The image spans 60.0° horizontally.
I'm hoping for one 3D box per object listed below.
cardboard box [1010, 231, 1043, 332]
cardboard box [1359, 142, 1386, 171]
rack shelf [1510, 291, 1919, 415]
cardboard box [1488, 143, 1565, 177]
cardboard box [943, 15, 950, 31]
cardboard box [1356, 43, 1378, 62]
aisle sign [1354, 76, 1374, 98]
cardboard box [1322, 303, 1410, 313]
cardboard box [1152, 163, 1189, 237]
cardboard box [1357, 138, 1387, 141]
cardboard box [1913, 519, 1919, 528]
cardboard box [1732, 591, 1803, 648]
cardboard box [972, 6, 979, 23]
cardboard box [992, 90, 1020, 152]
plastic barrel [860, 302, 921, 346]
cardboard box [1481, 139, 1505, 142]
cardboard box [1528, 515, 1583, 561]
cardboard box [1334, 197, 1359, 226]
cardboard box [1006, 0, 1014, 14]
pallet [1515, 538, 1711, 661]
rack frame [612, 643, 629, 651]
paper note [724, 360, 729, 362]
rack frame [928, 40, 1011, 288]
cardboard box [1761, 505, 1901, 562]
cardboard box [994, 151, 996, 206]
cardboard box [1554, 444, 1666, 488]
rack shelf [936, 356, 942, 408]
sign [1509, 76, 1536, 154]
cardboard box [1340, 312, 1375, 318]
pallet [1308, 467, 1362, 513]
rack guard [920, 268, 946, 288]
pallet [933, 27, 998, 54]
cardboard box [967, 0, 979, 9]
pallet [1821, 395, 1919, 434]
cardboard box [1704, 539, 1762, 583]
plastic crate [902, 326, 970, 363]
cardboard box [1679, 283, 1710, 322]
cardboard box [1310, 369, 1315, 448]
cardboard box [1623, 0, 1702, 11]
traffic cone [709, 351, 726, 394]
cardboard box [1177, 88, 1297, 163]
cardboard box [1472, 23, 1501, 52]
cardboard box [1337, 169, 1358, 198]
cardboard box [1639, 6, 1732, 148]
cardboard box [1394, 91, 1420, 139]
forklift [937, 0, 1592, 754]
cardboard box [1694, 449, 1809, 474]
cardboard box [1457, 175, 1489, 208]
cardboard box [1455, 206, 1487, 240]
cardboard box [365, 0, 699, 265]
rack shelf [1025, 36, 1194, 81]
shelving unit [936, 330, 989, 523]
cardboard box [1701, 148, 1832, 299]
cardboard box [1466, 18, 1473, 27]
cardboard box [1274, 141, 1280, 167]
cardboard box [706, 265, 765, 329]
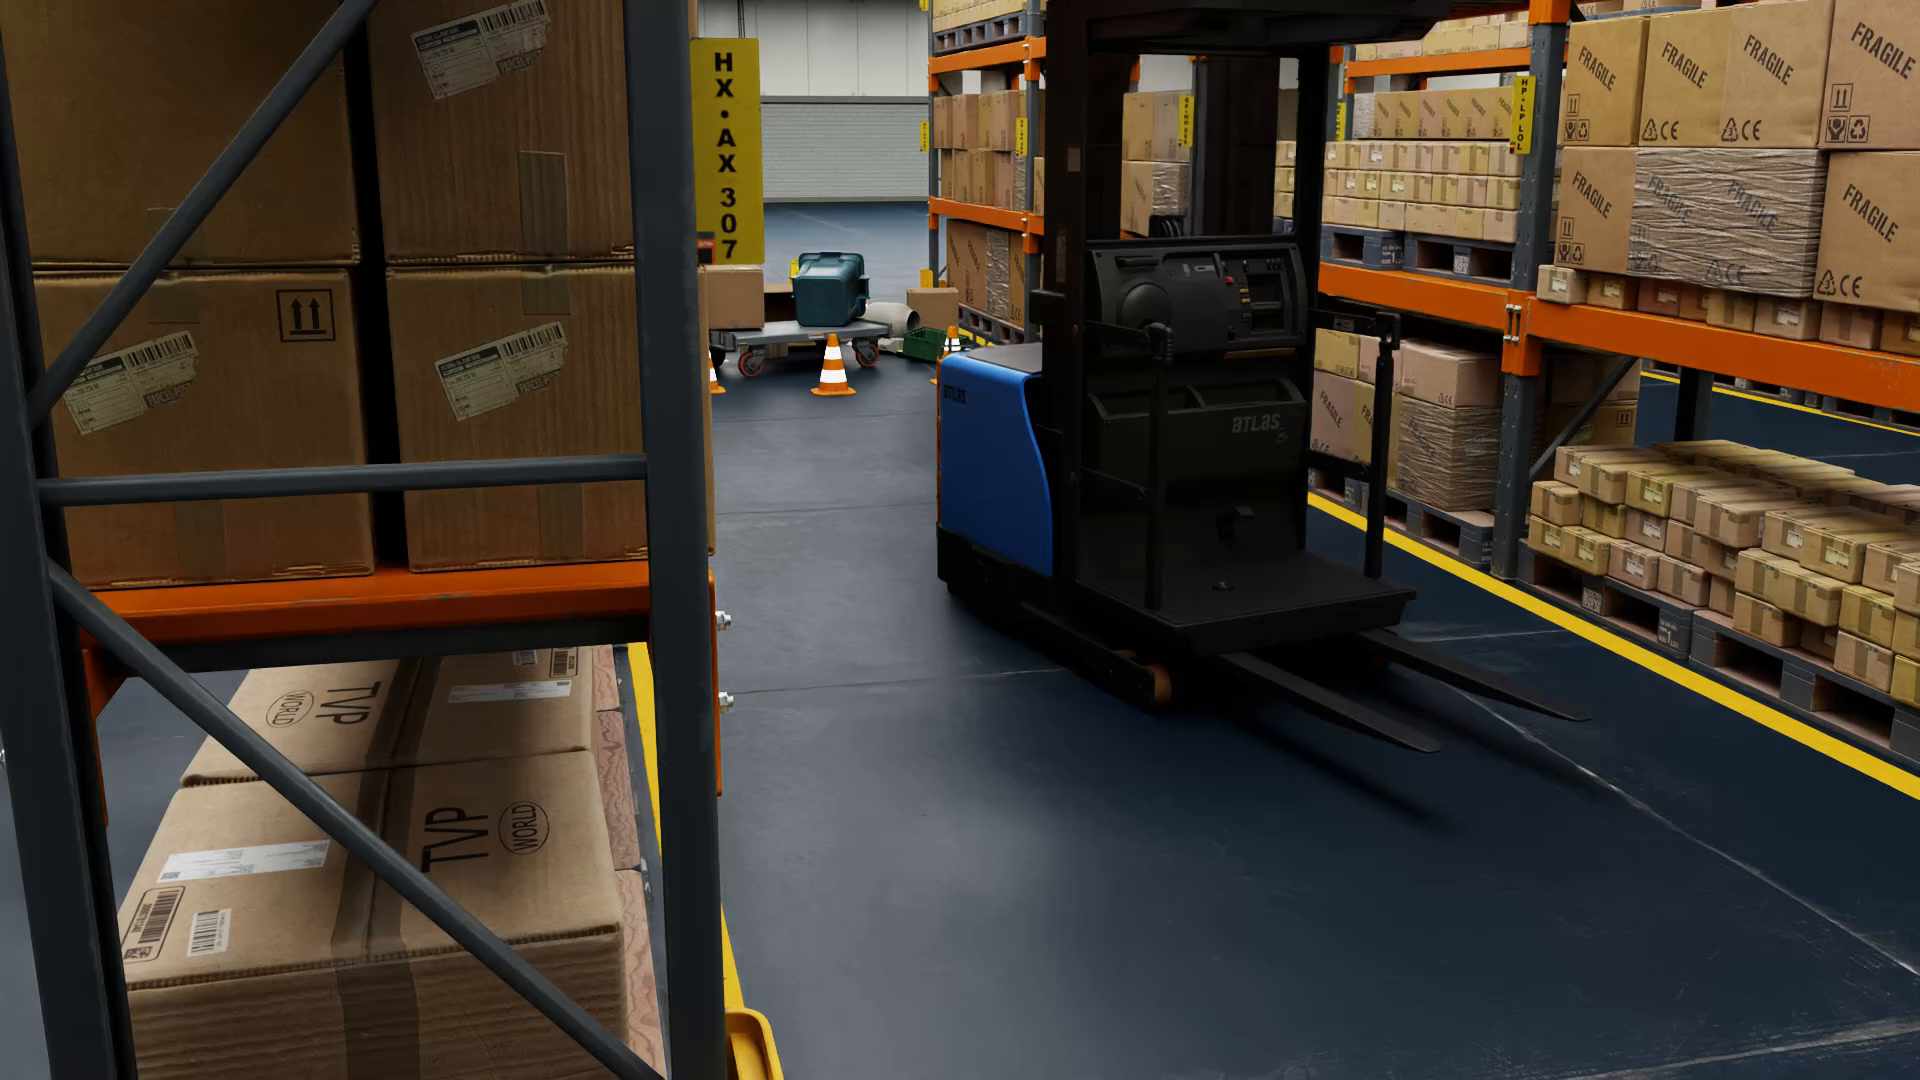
[{"bbox_3d":[1.007,-2.470,15.811,0.875,0.875,0.875,-3,14,-12],"label":"cardboard box"},{"bbox_3d":[2.376,-2.057,8.919,0.380,0.149,0.250,-4,14,-16],"label":"cardboard box"},{"bbox_3d":[3.435,-0.493,5.641,1.077,0.370,4.000,-3,14,-13],"label":"rack shelf"},{"bbox_3d":[2.681,-1.757,7.688,0.380,0.149,0.250,-3,14,-11],"label":"cardboard box"},{"bbox_3d":[0.035,-5.446,17.514,0.380,0.149,0.250,-3,14,-13],"label":"cardboard box"},{"bbox_3d":[4.854,-5.584,18.959,0.500,0.250,0.500,-3,14,-12],"label":"cardboard box"},{"bbox_3d":[4.686,-5.586,19.493,0.394,0.787,0.004,-3,14,-13],"label":"aisle sign"},{"bbox_3d":[2.571,-1.322,10.319,0.500,0.250,0.500,-3,14,-12],"label":"cardboard box"},{"bbox_3d":[1.659,-2.364,11.574,0.500,0.500,0.500,-3,14,-13],"label":"cardboard box"},{"bbox_3d":[5.095,-4.390,19.239,0.875,0.500,0.500,-3,14,-13],"label":"cardboard box"},{"bbox_3d":[3.632,0.016,5.911,0.380,0.149,0.250,-3,14,-13],"label":"cardboard box"},{"bbox_3d":[3.083,0.276,6.100,0.380,0.149,0.250,-4,14,-15],"label":"cardboard box"},{"bbox_3d":[0.331,-5.155,16.322,0.380,0.149,0.250,-3,14,-13],"label":"cardboard box"},{"bbox_3d":[0.791,-3.954,15.701,0.875,0.550,0.550,-3,14,-13],"label":"cardboard box"},{"bbox_3d":[-0.671,-2.074,16.025,0.512,0.421,0.421,7,15,26],"label":"plastic barrel"},{"bbox_3d":[5.803,-3.820,16.907,0.875,0.500,0.500,-3,14,-13],"label":"cardboard box"},{"bbox_3d":[2.739,-0.021,7.316,0.380,0.149,0.250,-4,14,-16],"label":"cardboard box"},{"bbox_3d":[2.308,-1.828,9.235,0.380,0.149,0.250,-4,14,-15],"label":"cardboard box"},{"bbox_3d":[0.631,-4.862,15.119,0.380,0.149,0.250,-3,14,-12],"label":"cardboard box"},{"bbox_3d":[3.157,0.204,7.149,1.003,0.211,1.213,-3,14,-13],"label":"pallet"},{"bbox_3d":[-1.823,-1.005,6.220,1.000,3.000,0.127,-3,14,-13],"label":"rack frame"},{"bbox_3d":[-2.167,-1.625,15.016,0.148,0.019,0.142,-3,14,-13],"label":"paper note"},{"bbox_3d":[0.147,-4.072,18.775,1.000,3.000,0.127,-3,14,-13],"label":"rack frame"},{"bbox_3d":[3.167,-0.018,6.050,0.380,0.149,0.250,-4,14,-16],"label":"cardboard box"},{"bbox_3d":[0.825,-3.564,16.377,0.875,0.550,0.550,-3,14,-13],"label":"cardboard box"},{"bbox_3d":[2.845,-0.321,7.290,0.380,0.149,0.250,-3,14,-11],"label":"cardboard box"},{"bbox_3d":[0.013,-0.763,8.187,0.215,0.259,0.240,-3,14,-13],"label":"rack shelf"},{"bbox_3d":[2.427,-1.835,7.177,0.100,0.325,0.005,-3,14,-13],"label":"sign"},{"bbox_3d":[2.175,-1.176,9.724,0.500,0.250,0.500,-3,14,-13],"label":"cardboard box"},{"bbox_3d":[2.491,-0.411,9.664,1.003,0.211,1.213,-3,14,-13],"label":"pallet"},{"bbox_3d":[0.141,-2.864,19.095,1.175,0.500,0.348,-3,14,-13],"label":"rack guard"},{"bbox_3d":[0.331,-5.316,17.732,1.003,0.211,1.213,-3,14,-13],"label":"pallet"},{"bbox_3d":[0.367,-5.379,16.397,0.500,0.250,0.500,-3,14,-13],"label":"cardboard box"},{"bbox_3d":[6.983,-0.939,11.827,1.003,0.211,1.213,-3,14,-13],"label":"pallet"},{"bbox_3d":[3.081,0.069,6.321,0.380,0.149,0.250,-3,14,-11],"label":"cardboard box"},{"bbox_3d":[-0.228,-1.779,15.190,0.450,0.188,0.662,14,17,13],"label":"plastic crate"},{"bbox_3d":[3.018,-0.921,6.407,0.380,0.149,0.250,-4,14,-16],"label":"cardboard box"},{"bbox_3d":[2.191,-0.805,9.784,0.500,0.500,0.500,-4,14,-15],"label":"cardboard box"},{"bbox_3d":[6.168,-4.783,14.261,0.797,0.503,0.637,-3,14,-11],"label":"cardboard box"},{"bbox_3d":[-2.049,-1.410,13.223,0.336,0.463,0.334,-3,14,-13],"label":"traffic cone"},{"bbox_3d":[1.930,-2.865,11.517,0.700,0.500,0.500,-3,14,-13],"label":"cardboard box"},{"bbox_3d":[5.458,-4.999,16.563,0.500,0.250,0.500,-3,14,-12],"label":"cardboard box"},{"bbox_3d":[2.315,-1.972,9.194,0.380,0.149,0.250,-3,14,-11],"label":"cardboard box"},{"bbox_3d":[2.971,-1.746,6.311,0.500,0.500,0.500,-4,14,-15],"label":"cardboard box"},{"bbox_3d":[5.086,-4.631,18.119,0.500,0.500,0.500,-3,14,-13],"label":"cardboard box"},{"bbox_3d":[1.008,-0.936,6.083,1.130,2.935,3.031,-7,15,-26],"label":"forklift"},{"bbox_3d":[3.401,-0.288,7.153,0.380,0.149,0.250,-3,14,-12],"label":"cardboard box"},{"bbox_3d":[2.617,-1.672,7.968,0.380,0.149,0.250,-3,14,-13],"label":"cardboard box"},{"bbox_3d":[2.618,-1.526,7.999,0.380,0.149,0.250,-3,14,-13],"label":"cardboard box"},{"bbox_3d":[-0.719,-0.743,2.830,0.500,0.500,0.500,-4,14,-14],"label":"cardboard box"},{"bbox_3d":[1.556,-3.796,12.839,1.077,0.370,4.000,-3,14,-13],"label":"rack shelf"},{"bbox_3d":[0.013,-0.498,8.252,0.215,1.050,0.252,-3,14,-13],"label":"shelving unit"},{"bbox_3d":[3.043,-1.137,5.923,0.500,0.500,0.500,-4,14,-14],"label":"cardboard box"},{"bbox_3d":[5.379,-5.285,16.896,0.380,0.149,0.250,-3,14,-11],"label":"cardboard box"},{"bbox_3d":[2.065,-2.362,10.164,0.380,0.149,0.250,-3,14,-13],"label":"cardboard box"},{"bbox_3d":[-1.978,-2.110,14.415,0.500,0.500,0.500,-3,14,-13],"label":"cardboard box"}]
